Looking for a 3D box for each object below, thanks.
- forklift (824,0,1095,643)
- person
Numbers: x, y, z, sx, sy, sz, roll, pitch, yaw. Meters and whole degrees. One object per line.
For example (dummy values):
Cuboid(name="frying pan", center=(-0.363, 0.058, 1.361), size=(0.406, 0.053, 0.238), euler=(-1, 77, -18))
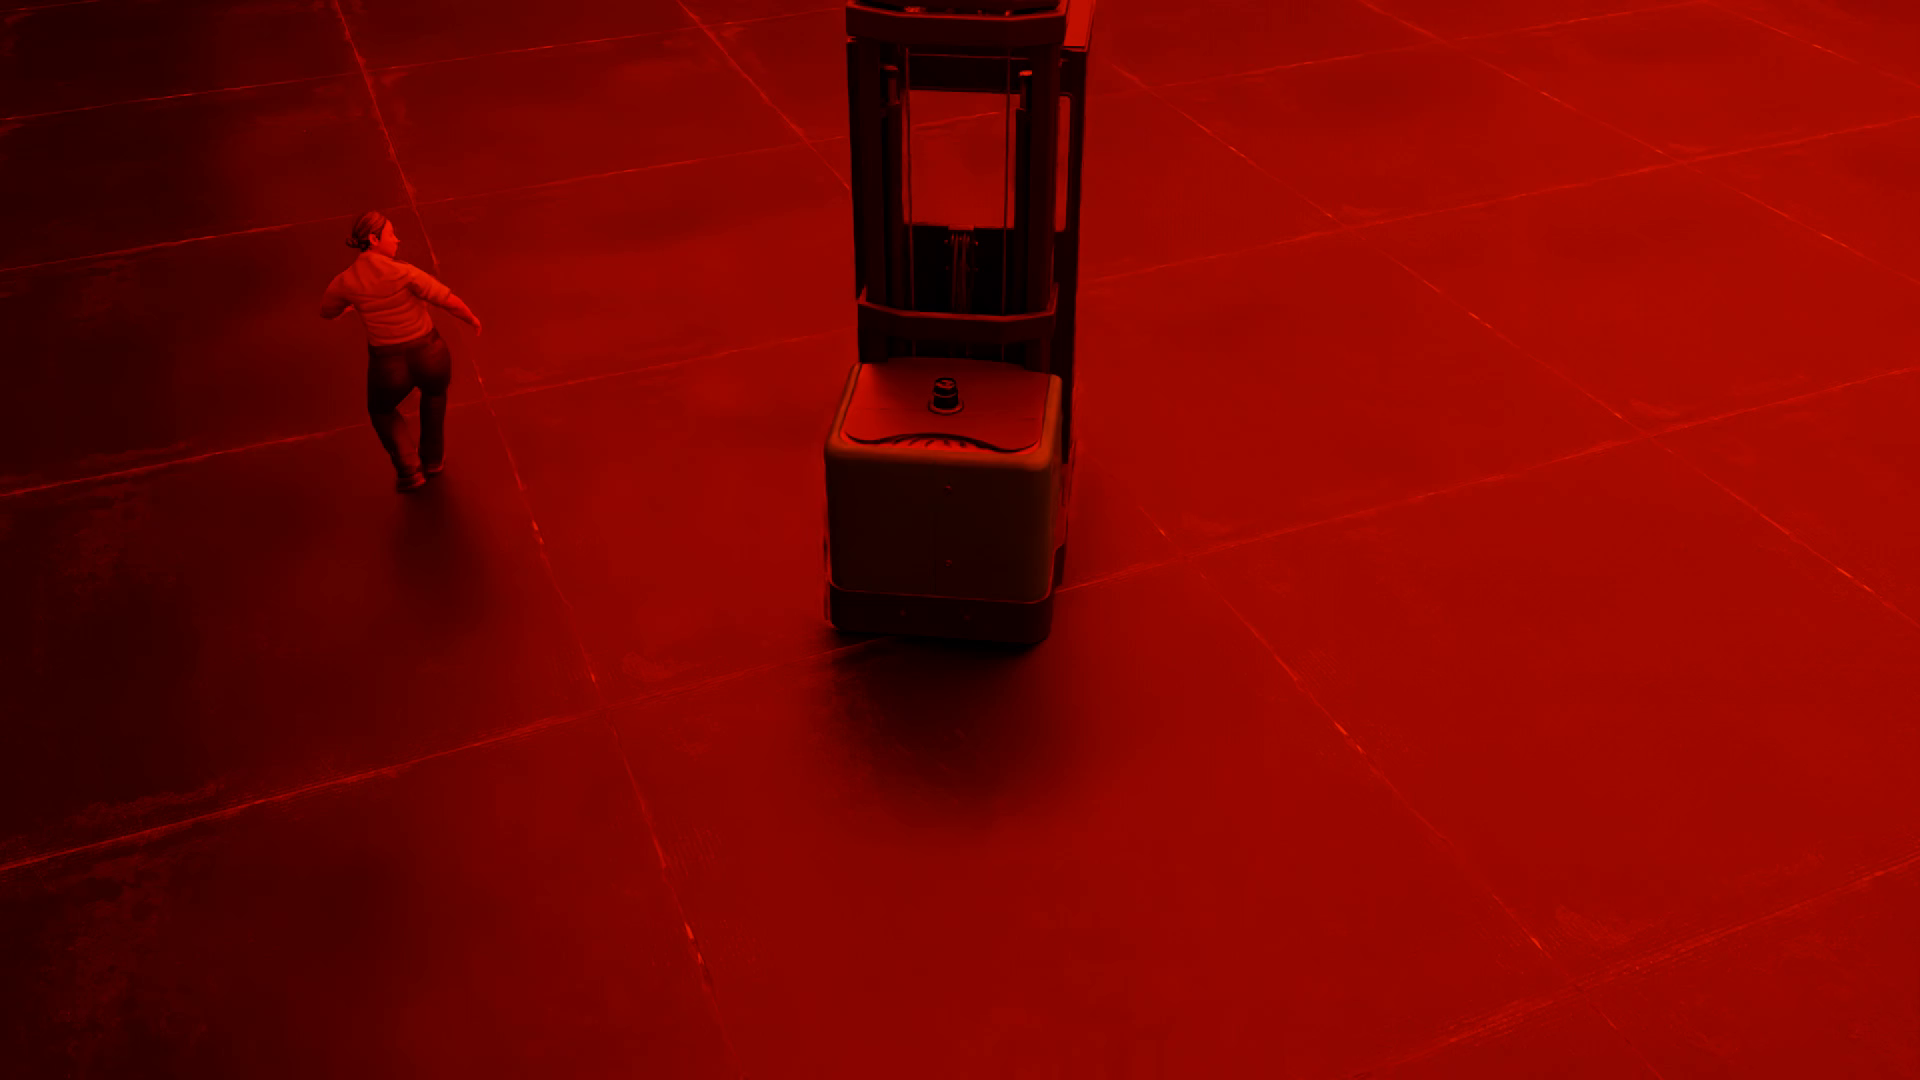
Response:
Cuboid(name="forklift", center=(0.059, -1.548, 8.276), size=(1.130, 2.935, 3.031), euler=(4, 36, 5))
Cuboid(name="person", center=(-2.907, -1.019, 8.734), size=(0.779, 1.541, 0.732), euler=(-10, 37, -13))
